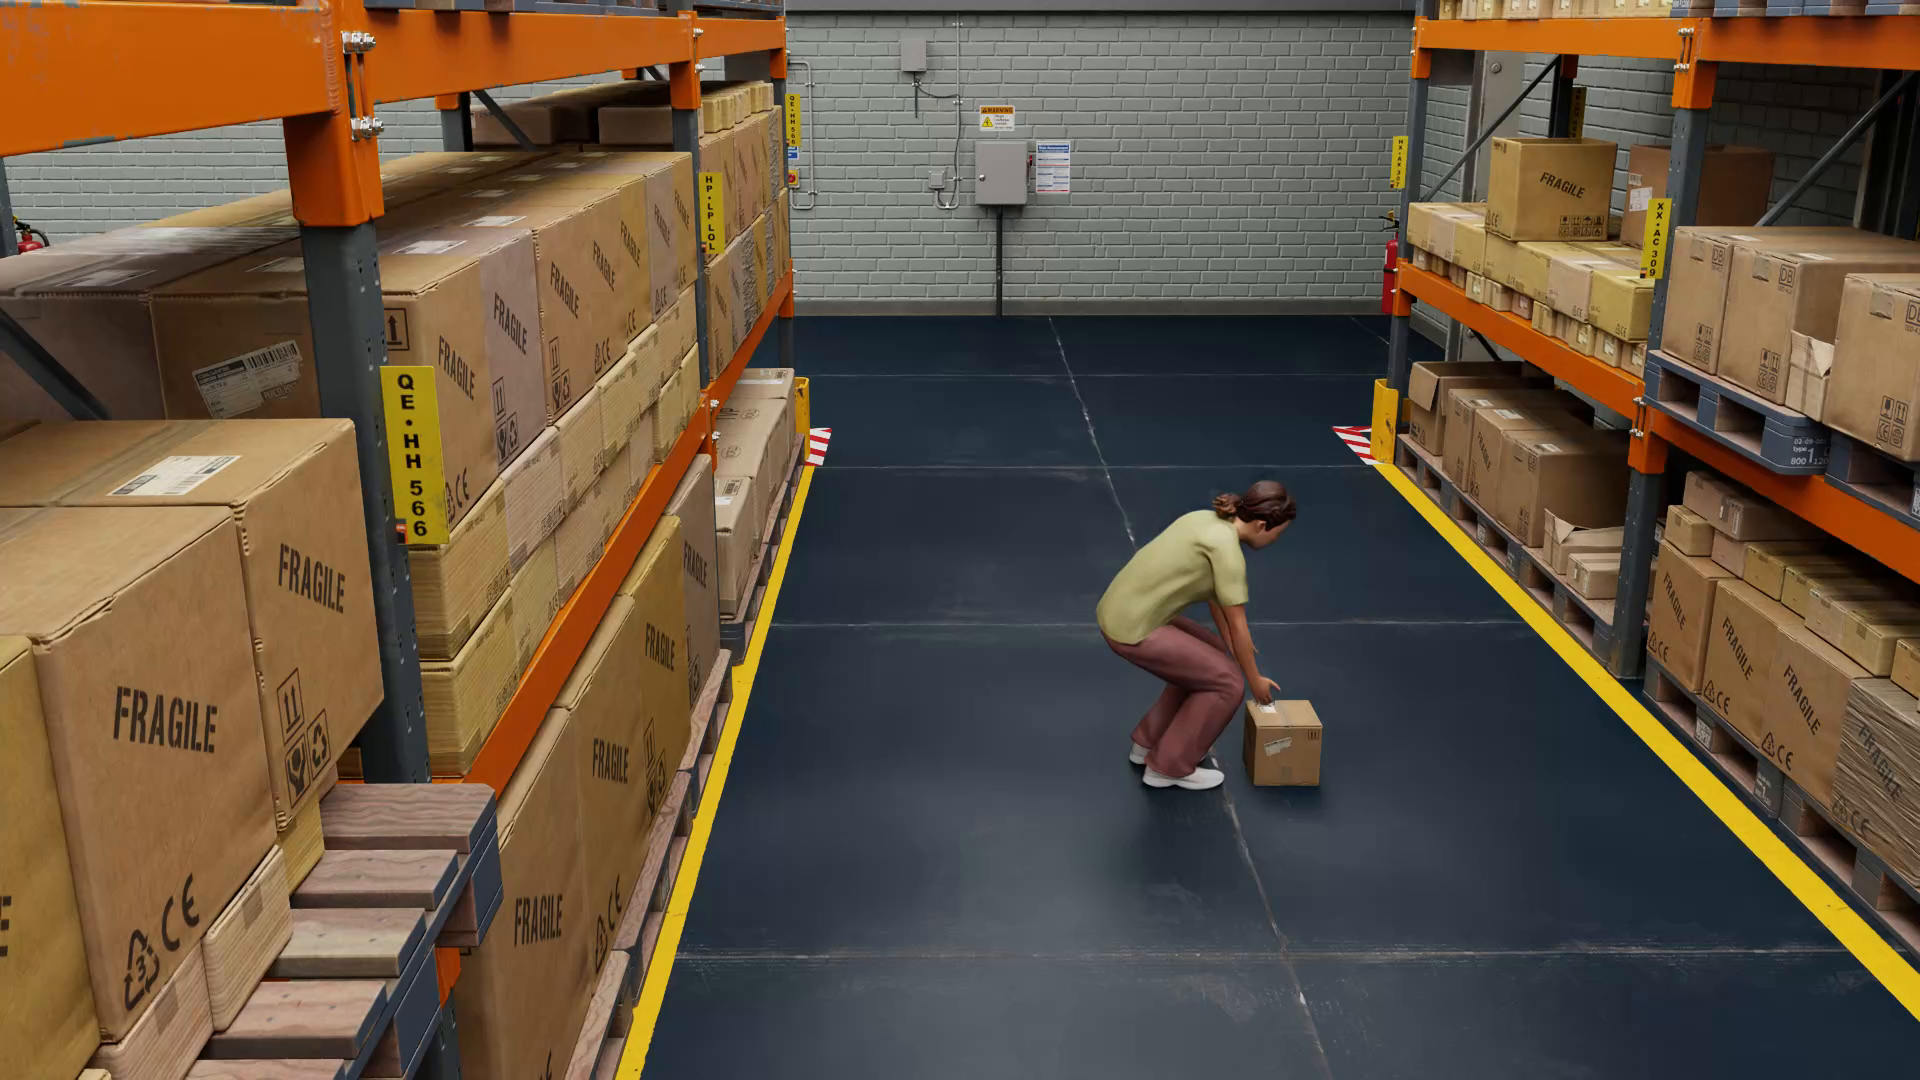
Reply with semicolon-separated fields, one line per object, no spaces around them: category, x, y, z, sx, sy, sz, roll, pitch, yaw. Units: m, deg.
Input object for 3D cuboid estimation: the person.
person;0.884;0.341;6.326;0.739;1.159;0.503;0;17;-1
